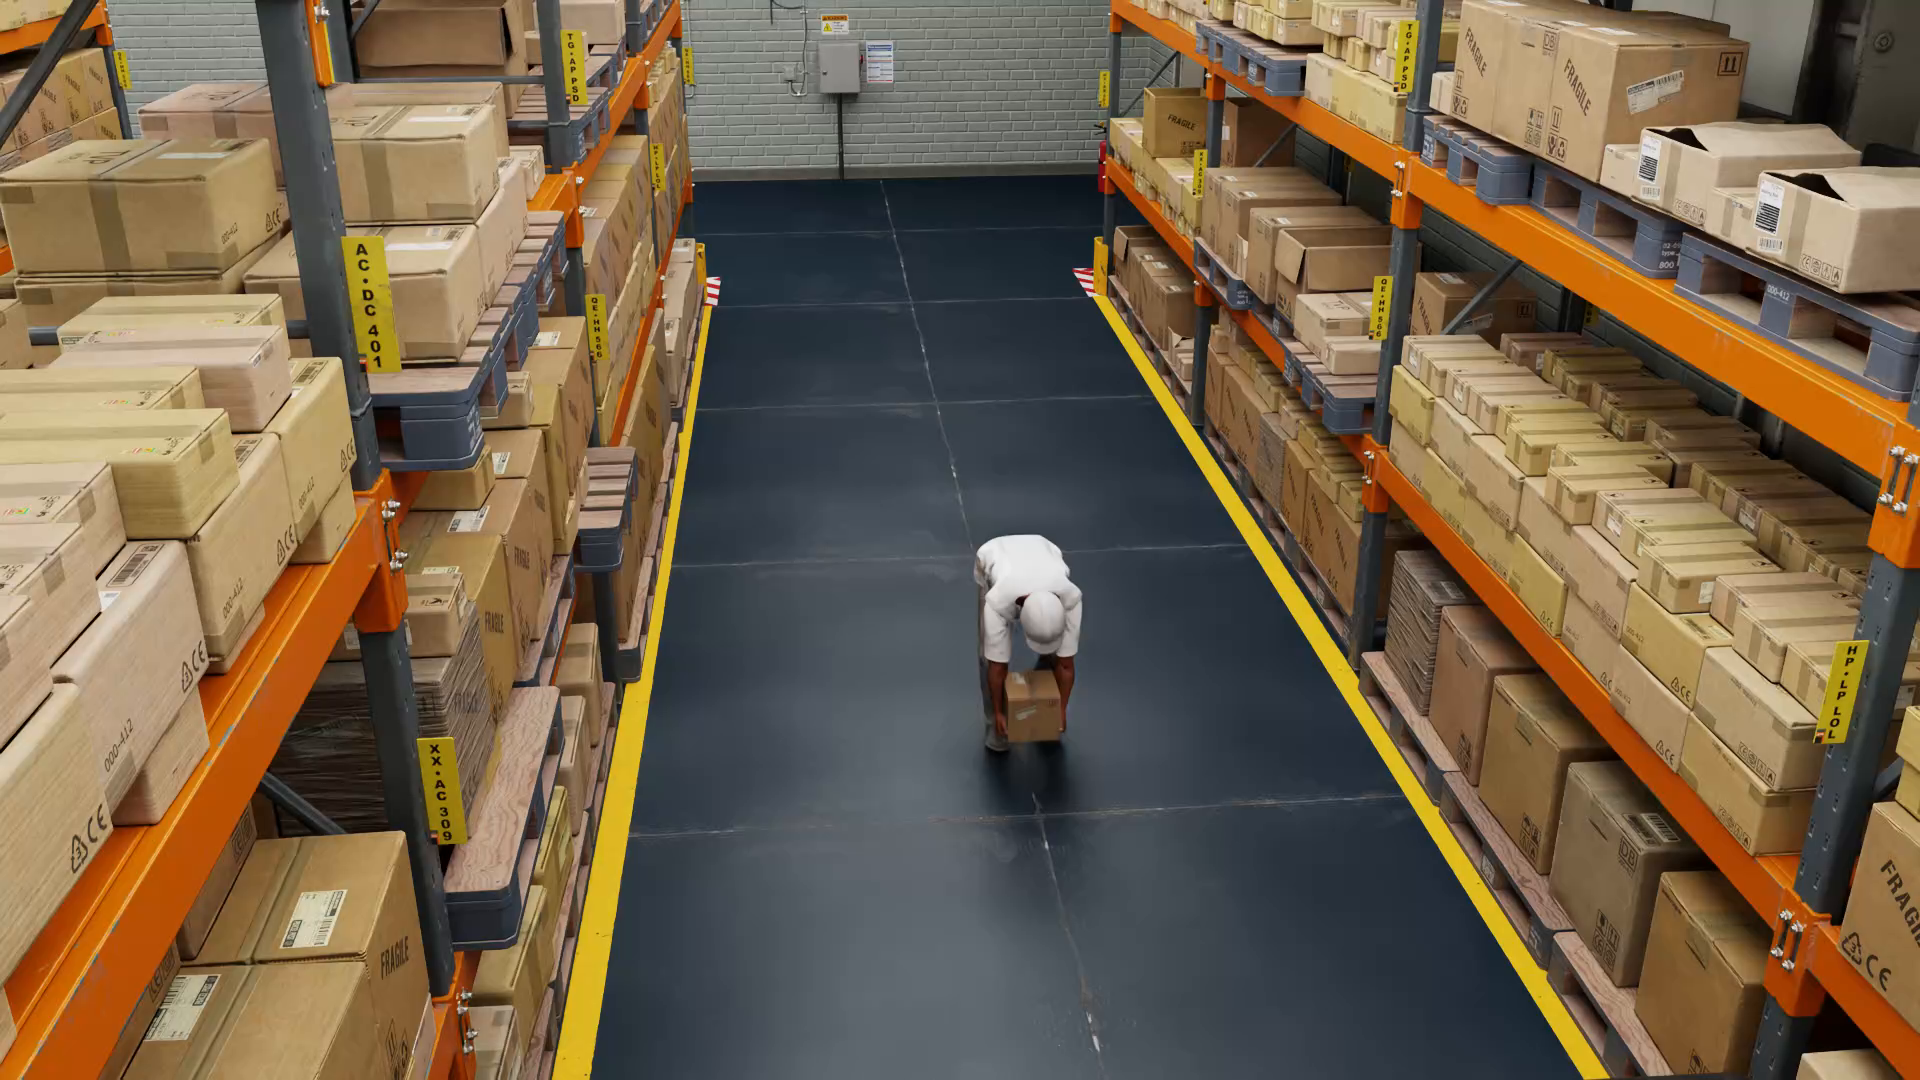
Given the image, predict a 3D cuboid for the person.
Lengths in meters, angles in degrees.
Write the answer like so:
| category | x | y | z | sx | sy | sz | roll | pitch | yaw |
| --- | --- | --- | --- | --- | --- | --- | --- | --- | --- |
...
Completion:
| category | x | y | z | sx | sy | sz | roll | pitch | yaw |
| --- | --- | --- | --- | --- | --- | --- | --- | --- | --- |
| person | 0.336 | 0.574 | 8.088 | 0.477 | 1.096 | 0.981 | -3 | 24 | -7 |
